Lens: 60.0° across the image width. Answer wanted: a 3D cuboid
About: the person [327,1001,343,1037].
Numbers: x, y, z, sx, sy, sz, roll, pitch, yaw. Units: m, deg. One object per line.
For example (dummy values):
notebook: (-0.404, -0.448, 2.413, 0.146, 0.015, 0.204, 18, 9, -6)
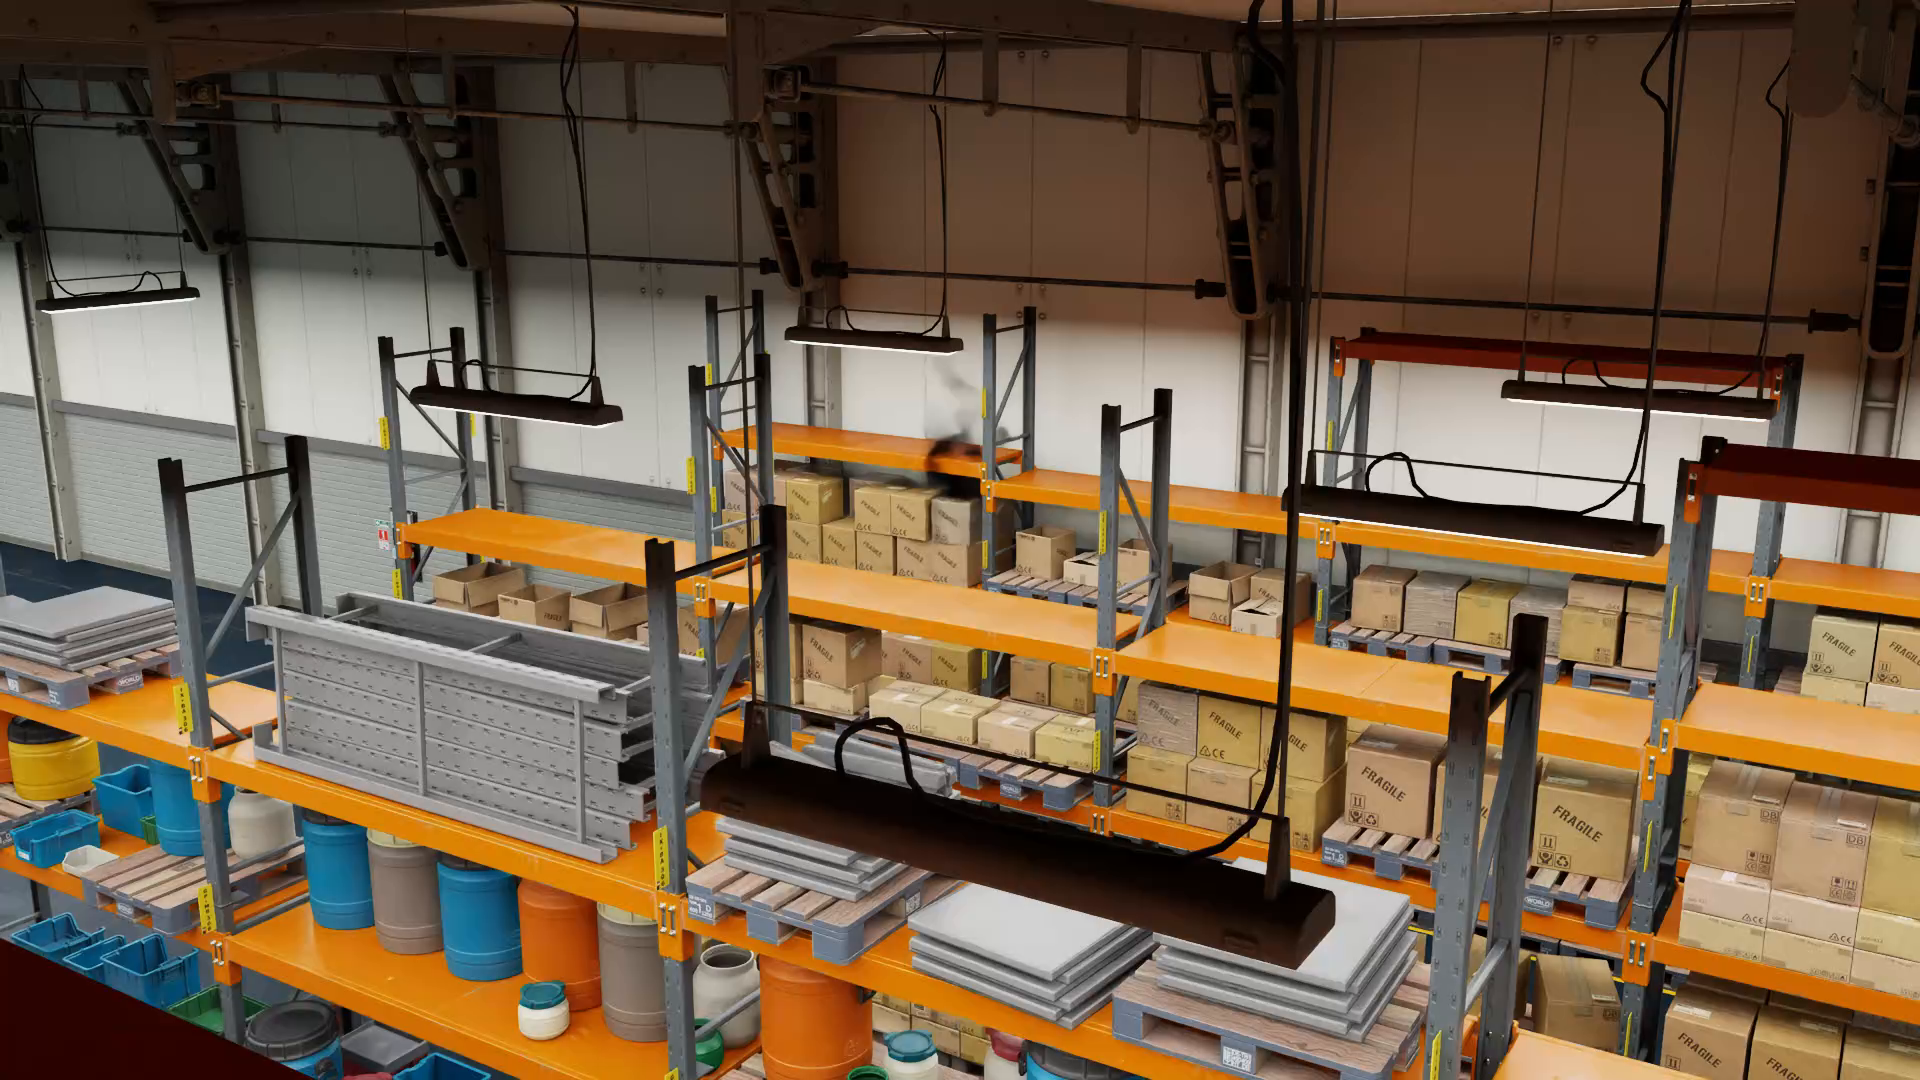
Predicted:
person: (-5.139, 3.885, 13.997, 0.934, 1.695, 0.572, 8, 16, 31)
